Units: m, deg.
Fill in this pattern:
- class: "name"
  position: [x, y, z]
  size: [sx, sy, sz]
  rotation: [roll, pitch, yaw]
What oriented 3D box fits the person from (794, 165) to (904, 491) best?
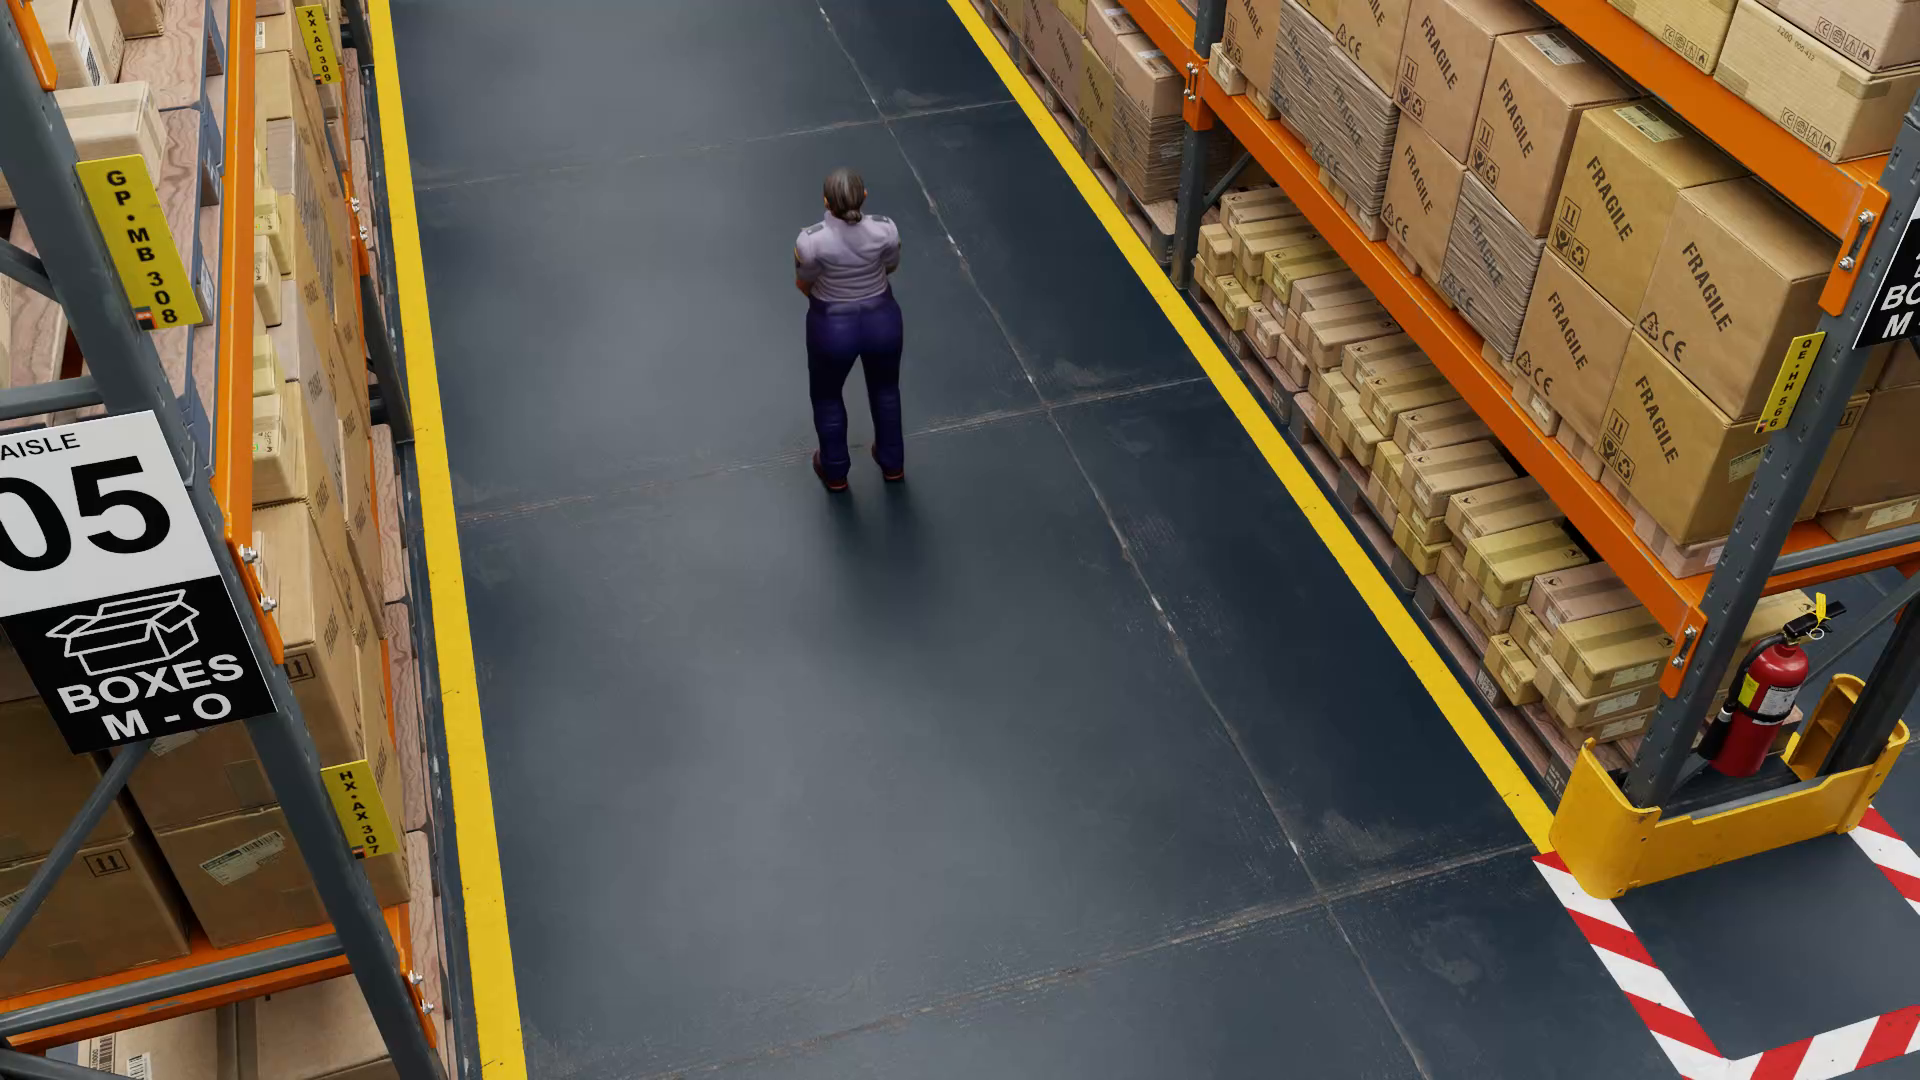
- class: "person"
  position: [-0.491, -0.963, 7.231]
  size: [0.452, 1.634, 0.522]
  rotation: [-12, 44, -13]
